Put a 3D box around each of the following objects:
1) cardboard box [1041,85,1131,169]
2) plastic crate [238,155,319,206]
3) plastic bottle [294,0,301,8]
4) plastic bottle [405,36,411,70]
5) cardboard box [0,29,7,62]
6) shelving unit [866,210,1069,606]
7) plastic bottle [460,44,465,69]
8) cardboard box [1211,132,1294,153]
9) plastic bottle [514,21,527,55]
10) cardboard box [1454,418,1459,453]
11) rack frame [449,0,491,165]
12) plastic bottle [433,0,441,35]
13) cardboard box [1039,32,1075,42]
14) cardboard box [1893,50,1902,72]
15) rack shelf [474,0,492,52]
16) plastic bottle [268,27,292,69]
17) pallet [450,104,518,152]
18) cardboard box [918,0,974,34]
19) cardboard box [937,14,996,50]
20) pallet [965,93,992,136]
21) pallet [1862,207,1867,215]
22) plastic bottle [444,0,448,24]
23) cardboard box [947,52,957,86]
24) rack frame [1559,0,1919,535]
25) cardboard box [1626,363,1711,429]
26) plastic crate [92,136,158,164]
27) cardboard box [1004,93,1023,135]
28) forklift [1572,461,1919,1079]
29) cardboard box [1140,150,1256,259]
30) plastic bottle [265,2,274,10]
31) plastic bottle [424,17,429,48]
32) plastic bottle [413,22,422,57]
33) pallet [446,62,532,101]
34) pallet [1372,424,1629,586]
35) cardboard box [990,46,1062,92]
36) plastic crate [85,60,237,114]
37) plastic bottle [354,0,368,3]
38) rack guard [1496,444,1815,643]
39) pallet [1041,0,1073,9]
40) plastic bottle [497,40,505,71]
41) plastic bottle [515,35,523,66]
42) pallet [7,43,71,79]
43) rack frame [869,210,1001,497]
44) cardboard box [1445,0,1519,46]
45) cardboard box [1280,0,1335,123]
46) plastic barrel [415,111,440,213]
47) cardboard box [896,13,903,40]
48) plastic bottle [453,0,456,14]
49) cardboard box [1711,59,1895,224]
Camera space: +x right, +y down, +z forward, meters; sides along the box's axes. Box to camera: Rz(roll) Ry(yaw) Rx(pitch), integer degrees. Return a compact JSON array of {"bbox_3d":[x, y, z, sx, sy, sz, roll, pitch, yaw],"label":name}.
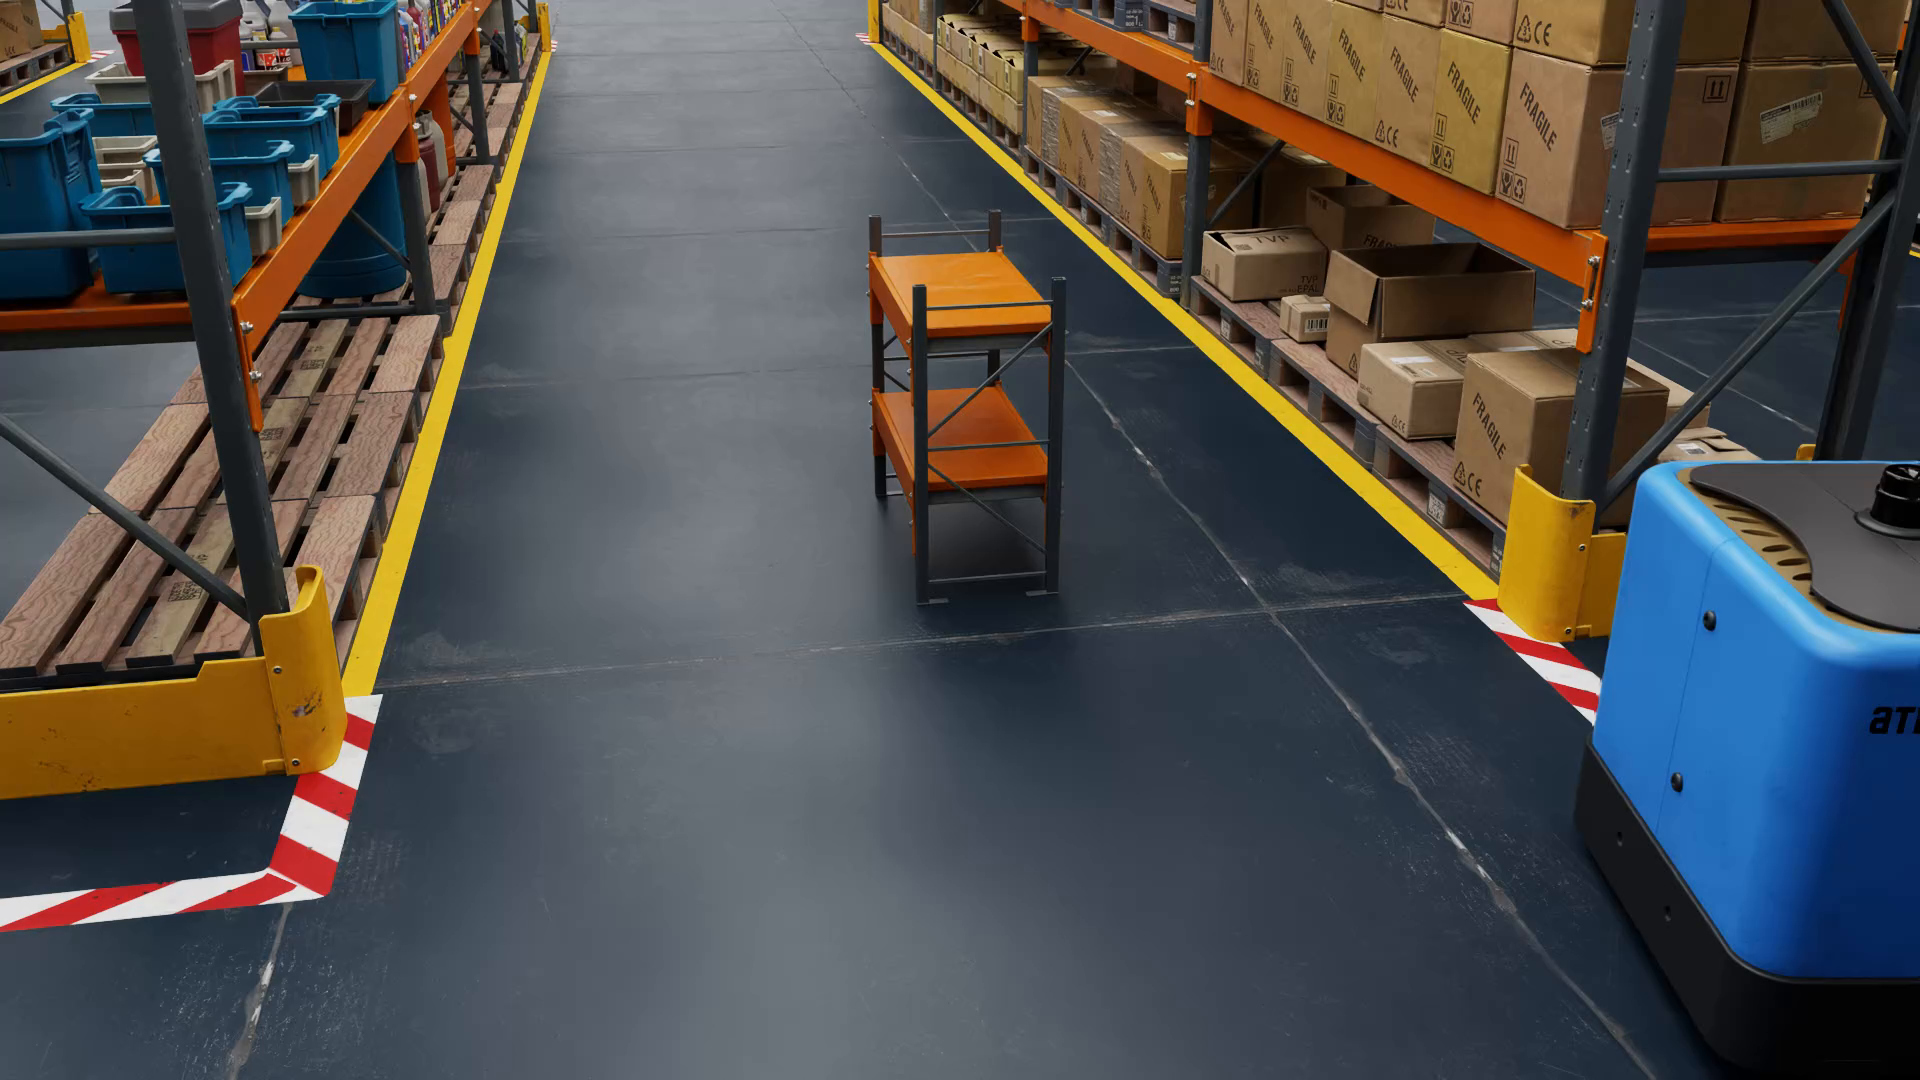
[{"bbox_3d":[0.885,-2.910,11.738,0.500,0.500,0.500,-5,24,-12],"label":"cardboard box"},{"bbox_3d":[-2.235,-1.175,5.446,0.250,0.136,0.298,-4,24,-10],"label":"plastic crate"},{"bbox_3d":[-3.606,-2.804,9.084,0.097,0.271,0.097,0,24,0],"label":"plastic bottle"},{"bbox_3d":[-2.862,-2.502,8.479,0.097,0.201,0.097,0,24,0],"label":"plastic bottle"},{"bbox_3d":[-9.896,-4.994,16.535,0.500,0.500,0.500,-2,24,-5],"label":"cardboard box"},{"bbox_3d":[0.001,-0.513,6.019,0.538,1.125,1.048,-4,24,-10],"label":"shelving unit"},{"bbox_3d":[-4.926,-4.749,16.230,0.152,0.276,0.135,-4,24,-10],"label":"plastic bottle"},{"bbox_3d":[1.760,-2.159,10.020,0.500,0.500,0.500,-4,24,-9],"label":"cardboard box"},{"bbox_3d":[-4.518,-5.118,16.981,0.144,0.351,0.185,-3,24,-8],"label":"plastic bottle"},{"bbox_3d":[2.130,-0.377,6.356,0.380,0.166,0.250,-4,24,-10],"label":"cardboard box"},{"bbox_3d":[-3.889,-3.894,11.418,1.000,3.000,0.127,-4,24,-10],"label":"rack frame"},{"bbox_3d":[-3.125,-3.138,9.834,0.061,0.283,0.133,-4,24,-10],"label":"plastic bottle"},{"bbox_3d":[0.878,-4.285,14.524,0.500,0.311,0.500,-5,24,-10],"label":"cardboard box"},{"bbox_3d":[6.172,-2.857,11.204,0.750,0.750,0.750,-4,24,-8],"label":"cardboard box"},{"bbox_3d":[-4.259,-4.351,13.364,1.077,0.370,4.000,-4,24,-10],"label":"rack shelf"},{"bbox_3d":[-3.488,-2.521,8.523,0.097,0.201,0.097,0,24,0],"label":"plastic bottle"},{"bbox_3d":[-4.216,-3.403,13.777,1.003,0.211,1.213,-4,24,-10],"label":"pallet"},{"bbox_3d":[-0.142,-5.472,17.006,0.500,0.500,0.500,-4,24,-10],"label":"cardboard box"},{"bbox_3d":[0.072,-4.841,15.796,0.500,0.311,0.500,-4,24,-10],"label":"cardboard box"},{"bbox_3d":[0.643,-3.787,14.657,1.003,0.211,1.213,-4,24,-10],"label":"pallet"},{"bbox_3d":[6.141,-2.555,11.836,1.003,0.211,1.213,-4,24,-10],"label":"pallet"},{"bbox_3d":[-3.241,-3.308,10.325,0.097,0.201,0.097,0,24,0],"label":"plastic bottle"},{"bbox_3d":[0.164,-4.387,15.457,0.500,0.250,0.500,-4,24,-8],"label":"cardboard box"},{"bbox_3d":[2.459,-1.113,5.050,1.000,3.000,0.127,-4,24,-10],"label":"rack frame"},{"bbox_3d":[2.545,-0.486,6.500,0.500,0.250,0.500,-4,24,-10],"label":"cardboard box"},{"bbox_3d":[-2.926,-1.299,5.732,0.298,0.136,0.250,-4,24,-10],"label":"plastic crate"},{"bbox_3d":[0.643,-3.380,13.153,0.500,0.250,0.500,-4,24,-8],"label":"cardboard box"},{"bbox_3d":[3.125,-0.362,3.417,3.031,2.935,1.130,0,24,0],"label":"forklift"},{"bbox_3d":[1.346,-1.915,9.460,0.500,0.500,0.500,-4,24,-10],"label":"cardboard box"},{"bbox_3d":[-3.701,-2.737,8.924,0.152,0.276,0.135,-4,24,-10],"label":"plastic bottle"},{"bbox_3d":[-3.026,-2.852,9.280,0.097,0.201,0.097,0,24,0],"label":"plastic bottle"},{"bbox_3d":[-2.959,-2.708,8.951,0.097,0.201,0.097,0,24,0],"label":"plastic bottle"},{"bbox_3d":[-4.712,-4.457,16.191,1.003,0.211,1.213,-4,24,-10],"label":"pallet"},{"bbox_3d":[2.296,-0.178,6.394,1.003,0.211,1.213,-4,24,-10],"label":"pallet"},{"bbox_3d":[0.538,-3.840,13.505,0.500,0.311,0.500,-5,24,-11],"label":"cardboard box"},{"bbox_3d":[-3.048,-1.680,6.421,0.437,0.282,0.530,-4,24,-10],"label":"plastic crate"},{"bbox_3d":[-3.977,-3.654,11.024,0.152,0.276,0.135,-4,24,-10],"label":"plastic bottle"},{"bbox_3d":[2.445,0.003,5.618,1.175,0.500,0.348,-4,24,-10],"label":"rack guard"},{"bbox_3d":[1.174,-3.910,11.694,1.213,0.211,1.003,-4,24,-10],"label":"pallet"},{"bbox_3d":[-4.448,-4.699,16.106,0.061,0.283,0.133,-4,24,-10],"label":"plastic bottle"},{"bbox_3d":[-4.370,-4.803,16.260,0.144,0.351,0.185,-4,24,-8],"label":"plastic bottle"},{"bbox_3d":[-10.106,-5.044,17.536,1.003,0.211,1.213,-4,24,-10],"label":"pallet"},{"bbox_3d":[-0.093,-0.713,6.477,0.500,1.125,0.032,-4,24,-10],"label":"rack frame"},{"bbox_3d":[2.012,-1.970,5.638,0.500,0.500,0.500,-4,24,-8],"label":"cardboard box"},{"bbox_3d":[1.734,-2.113,7.215,0.500,0.500,0.500,-4,24,-10],"label":"cardboard box"},{"bbox_3d":[-3.573,-2.346,10.362,0.600,0.588,0.708,-4,24,-10],"label":"plastic barrel"},{"bbox_3d":[-0.431,-5.718,18.505,0.500,0.250,0.500,-4,24,-10],"label":"cardboard box"},{"bbox_3d":[-3.349,-3.538,10.851,0.097,0.201,0.097,0,24,0],"label":"plastic bottle"},{"bbox_3d":[2.636,-1.352,5.474,0.500,0.500,0.500,-4,24,-9],"label":"cardboard box"}]
